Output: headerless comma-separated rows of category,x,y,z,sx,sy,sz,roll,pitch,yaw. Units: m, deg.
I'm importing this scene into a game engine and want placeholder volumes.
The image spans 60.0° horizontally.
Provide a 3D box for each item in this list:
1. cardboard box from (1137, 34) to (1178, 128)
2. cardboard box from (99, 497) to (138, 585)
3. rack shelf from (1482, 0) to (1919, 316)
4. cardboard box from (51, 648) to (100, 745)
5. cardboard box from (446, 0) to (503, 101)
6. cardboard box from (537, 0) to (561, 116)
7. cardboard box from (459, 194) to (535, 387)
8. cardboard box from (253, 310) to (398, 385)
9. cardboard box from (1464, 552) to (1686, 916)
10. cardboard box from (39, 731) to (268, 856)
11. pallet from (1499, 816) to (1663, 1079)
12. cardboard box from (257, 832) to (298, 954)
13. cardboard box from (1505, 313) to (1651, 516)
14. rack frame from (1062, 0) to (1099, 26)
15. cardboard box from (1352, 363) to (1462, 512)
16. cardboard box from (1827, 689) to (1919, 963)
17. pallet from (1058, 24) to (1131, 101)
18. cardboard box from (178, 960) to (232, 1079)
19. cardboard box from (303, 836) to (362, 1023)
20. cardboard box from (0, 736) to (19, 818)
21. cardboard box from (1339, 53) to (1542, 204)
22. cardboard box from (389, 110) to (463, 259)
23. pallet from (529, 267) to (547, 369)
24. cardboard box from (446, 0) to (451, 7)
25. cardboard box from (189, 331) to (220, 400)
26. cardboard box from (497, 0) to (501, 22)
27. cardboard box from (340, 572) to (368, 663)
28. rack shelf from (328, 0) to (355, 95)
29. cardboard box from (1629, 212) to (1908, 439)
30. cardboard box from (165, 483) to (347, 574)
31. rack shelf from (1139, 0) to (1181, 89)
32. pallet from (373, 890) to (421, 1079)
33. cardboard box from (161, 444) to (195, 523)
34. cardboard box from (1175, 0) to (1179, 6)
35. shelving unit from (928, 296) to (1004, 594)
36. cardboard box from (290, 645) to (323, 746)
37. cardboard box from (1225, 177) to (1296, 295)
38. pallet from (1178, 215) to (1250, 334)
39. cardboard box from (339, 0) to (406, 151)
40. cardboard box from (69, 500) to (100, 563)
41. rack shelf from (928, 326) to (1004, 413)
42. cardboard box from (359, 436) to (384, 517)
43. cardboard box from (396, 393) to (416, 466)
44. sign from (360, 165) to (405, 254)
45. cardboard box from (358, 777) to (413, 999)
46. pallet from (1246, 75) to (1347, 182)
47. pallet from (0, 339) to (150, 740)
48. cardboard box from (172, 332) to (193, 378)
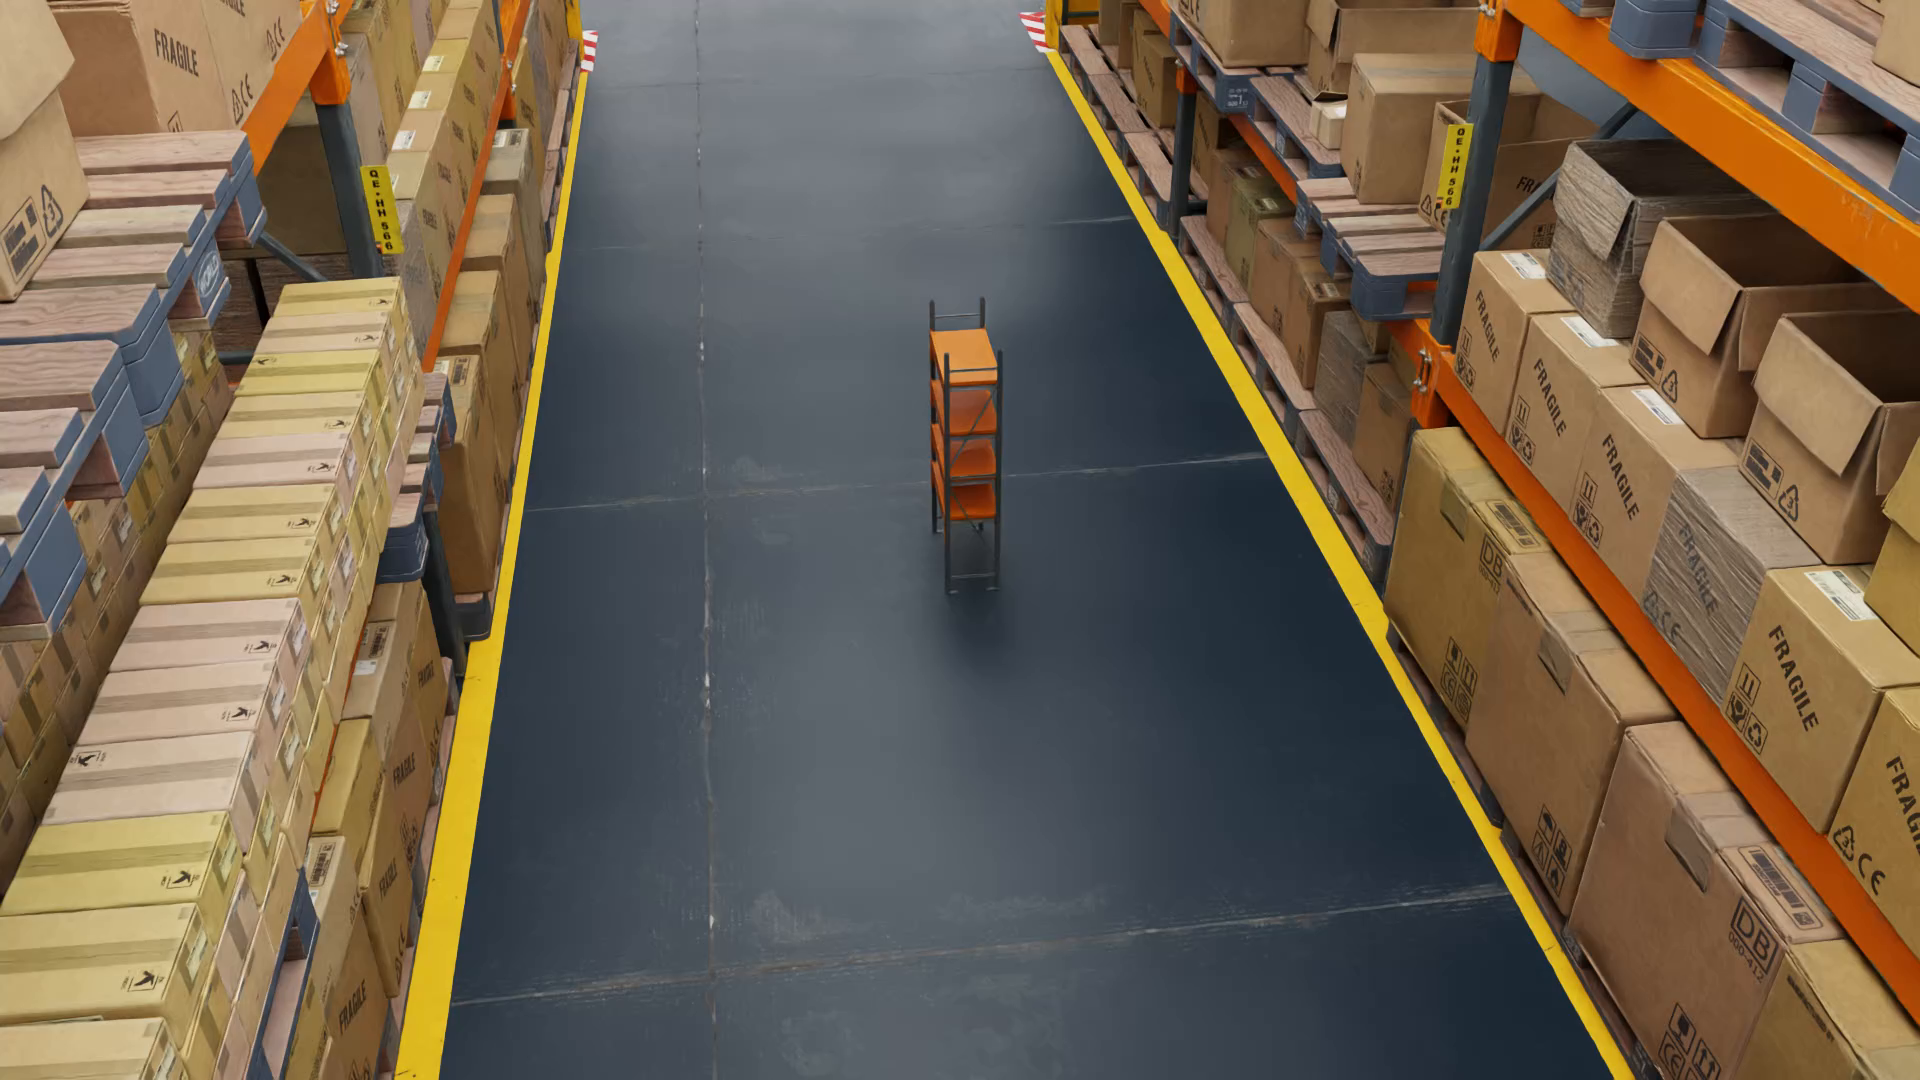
cardboard box,1.570,-3.240,11.687,0.500,0.500,0.500,-7,35,-11
cardboard box,-2.550,0.010,4.657,0.380,0.149,0.250,-4,35,-6
rack shelf,2.637,-0.807,4.246,1.077,0.370,4.000,-4,35,-6
cardboard box,-2.487,0.418,4.322,0.380,0.149,0.250,-5,35,-8
cardboard box,-2.764,-2.664,8.907,0.500,0.500,0.500,-5,35,-7
cardboard box,-3.360,-3.557,11.820,0.875,0.875,0.875,-5,35,-7
cardboard box,-2.800,-1.260,8.560,1.050,0.750,0.750,-4,35,-6
cardboard box,-2.009,-0.598,5.286,0.380,0.149,0.250,-5,35,-7
cardboard box,2.552,0.608,5.708,1.225,0.875,0.875,-4,35,-6
cardboard box,-1.727,0.562,3.583,0.380,0.149,0.250,-5,35,-7
pallet,2.560,1.296,5.661,1.003,0.211,1.213,-4,35,-6
cardboard box,-1.725,0.812,3.745,0.380,0.149,0.250,-4,34,-6
cardboard box,2.235,-0.443,5.648,0.500,0.500,0.500,-5,35,-8
rack frame,1.292,-5.445,13.077,1.000,3.000,0.127,-4,35,-6
cardboard box,2.258,-0.502,7.652,0.700,0.500,0.500,-6,35,-9
cardboard box,2.513,0.693,3.981,0.500,0.500,0.500,-3,34,-5
pallet,1.376,-3.795,13.131,1.003,0.211,1.213,-4,35,-6
cardboard box,-1.657,0.979,3.237,0.380,0.149,0.250,-5,35,-7
cardboard box,-1.999,1.106,4.645,0.500,0.250,0.500,-3,34,-5
cardboard box,-2.414,0.587,3.810,0.380,0.149,0.250,-6,35,-9
cardboard box,2.081,-1.798,7.263,0.700,0.500,0.500,0,34,1
cardboard box,-2.492,-1.539,7.256,0.500,0.500,0.500,-4,35,-6
pallet,-2.920,-1.317,9.495,1.003,0.211,1.213,-4,35,-6
cardboard box,-3.026,-3.072,8.617,0.700,0.500,0.500,-5,35,-7
cardboard box,-2.695,-0.570,5.508,0.380,0.149,0.250,-3,34,-4
cardboard box,-3.160,-3.161,9.591,0.875,0.550,0.550,-4,35,-6
cardboard box,-1.872,0.225,4.606,0.380,0.149,0.250,-3,34,-5
rack shelf,-2.830,-2.720,7.053,1.077,0.370,4.000,-4,35,-6
cardboard box,2.535,-0.664,5.081,0.797,0.503,0.637,-4,34,-5
cardboard box,-1.869,-0.017,4.433,0.380,0.149,0.250,-3,34,-4
rack shelf,1.561,-4.032,11.642,1.077,0.370,4.000,-4,35,-6
pallet,-2.296,1.606,5.206,1.003,0.211,1.213,-4,35,-6
cardboard box,-2.628,-0.166,5.181,0.380,0.149,0.250,-3,34,-4
cardboard box,1.510,-3.207,10.016,0.380,0.149,0.250,-4,35,-6
shelving unit,0.022,-0.403,7.277,0.258,1.200,0.503,-4,35,-6
cardboard box,-1.801,0.391,4.098,0.380,0.149,0.250,-5,35,-7
cardboard box,1.937,-1.750,9.484,0.700,0.500,0.500,-5,35,-7
pallet,1.936,-1.627,9.949,1.003,0.211,1.213,-4,35,-6
cardboard box,-2.752,-1.936,6.950,0.700,0.500,0.500,-5,35,-7
cardboard box,-2.512,0.029,4.366,0.380,0.149,0.250,-3,34,-5
rack shelf,0.022,-0.728,7.055,0.258,0.148,0.480,-4,35,-6
cardboard box,-1.934,-0.178,4.934,0.380,0.149,0.250,-4,35,-6
cardboard box,-2.007,-0.352,5.454,0.380,0.149,0.250,-4,35,-7
sign,-2.024,-1.154,5.822,0.100,0.325,0.005,-4,35,-6
cardboard box,-2.060,1.129,5.277,0.500,0.500,0.500,-6,35,-9
pallet,2.061,-2.003,8.196,1.003,0.211,1.213,-4,35,-6
pallet,-2.000,0.056,2.508,1.213,0.211,1.003,-4,35,-6
cardboard box,-2.652,-0.555,5.223,0.380,0.149,0.250,-5,35,-8
